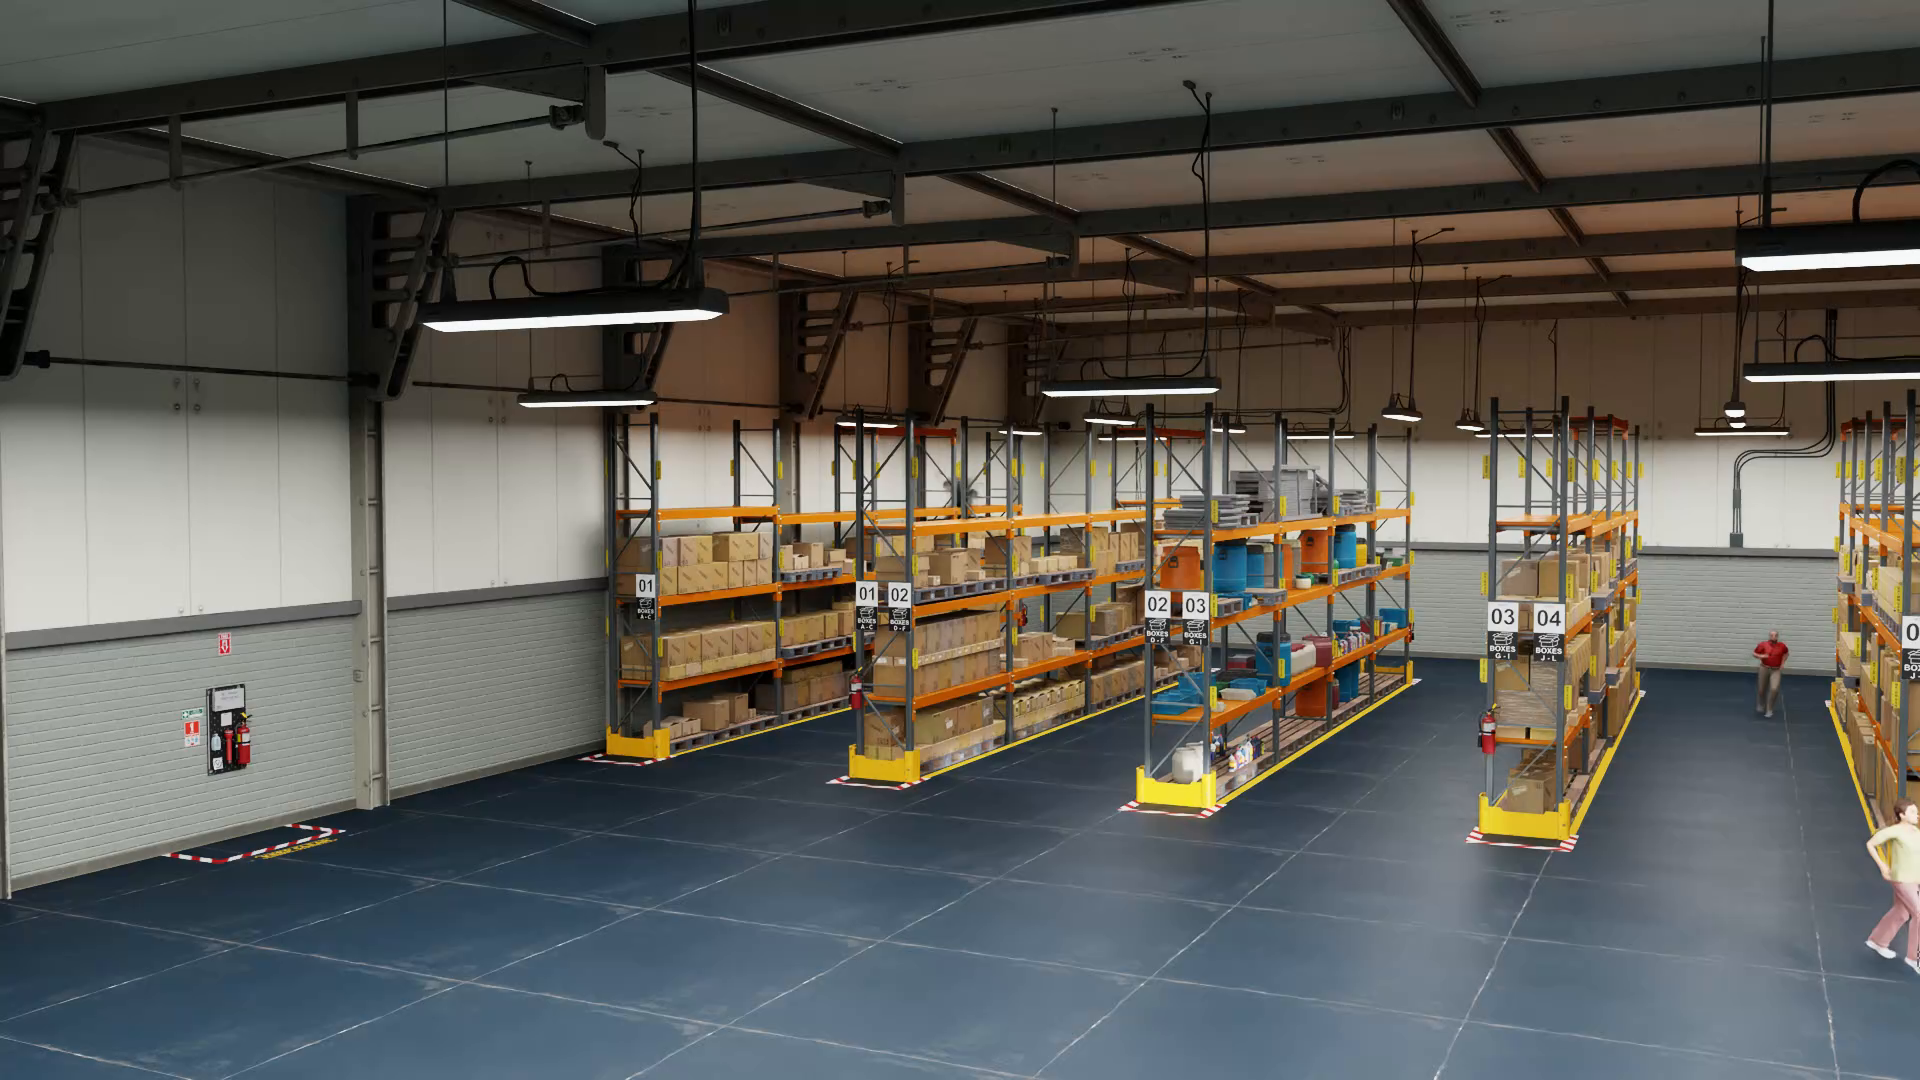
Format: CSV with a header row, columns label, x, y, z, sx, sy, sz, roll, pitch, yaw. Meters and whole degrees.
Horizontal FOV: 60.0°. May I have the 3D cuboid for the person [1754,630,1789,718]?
label,x,y,z,sx,sy,sz,roll,pitch,yaw
person,16.533,2.725,33.900,0.658,1.792,0.796,1,3,23

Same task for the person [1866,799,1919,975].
label,x,y,z,sx,sy,sz,roll,pitch,yaw
person,9.456,3.458,16.686,0.549,1.727,0.753,-2,3,-32
